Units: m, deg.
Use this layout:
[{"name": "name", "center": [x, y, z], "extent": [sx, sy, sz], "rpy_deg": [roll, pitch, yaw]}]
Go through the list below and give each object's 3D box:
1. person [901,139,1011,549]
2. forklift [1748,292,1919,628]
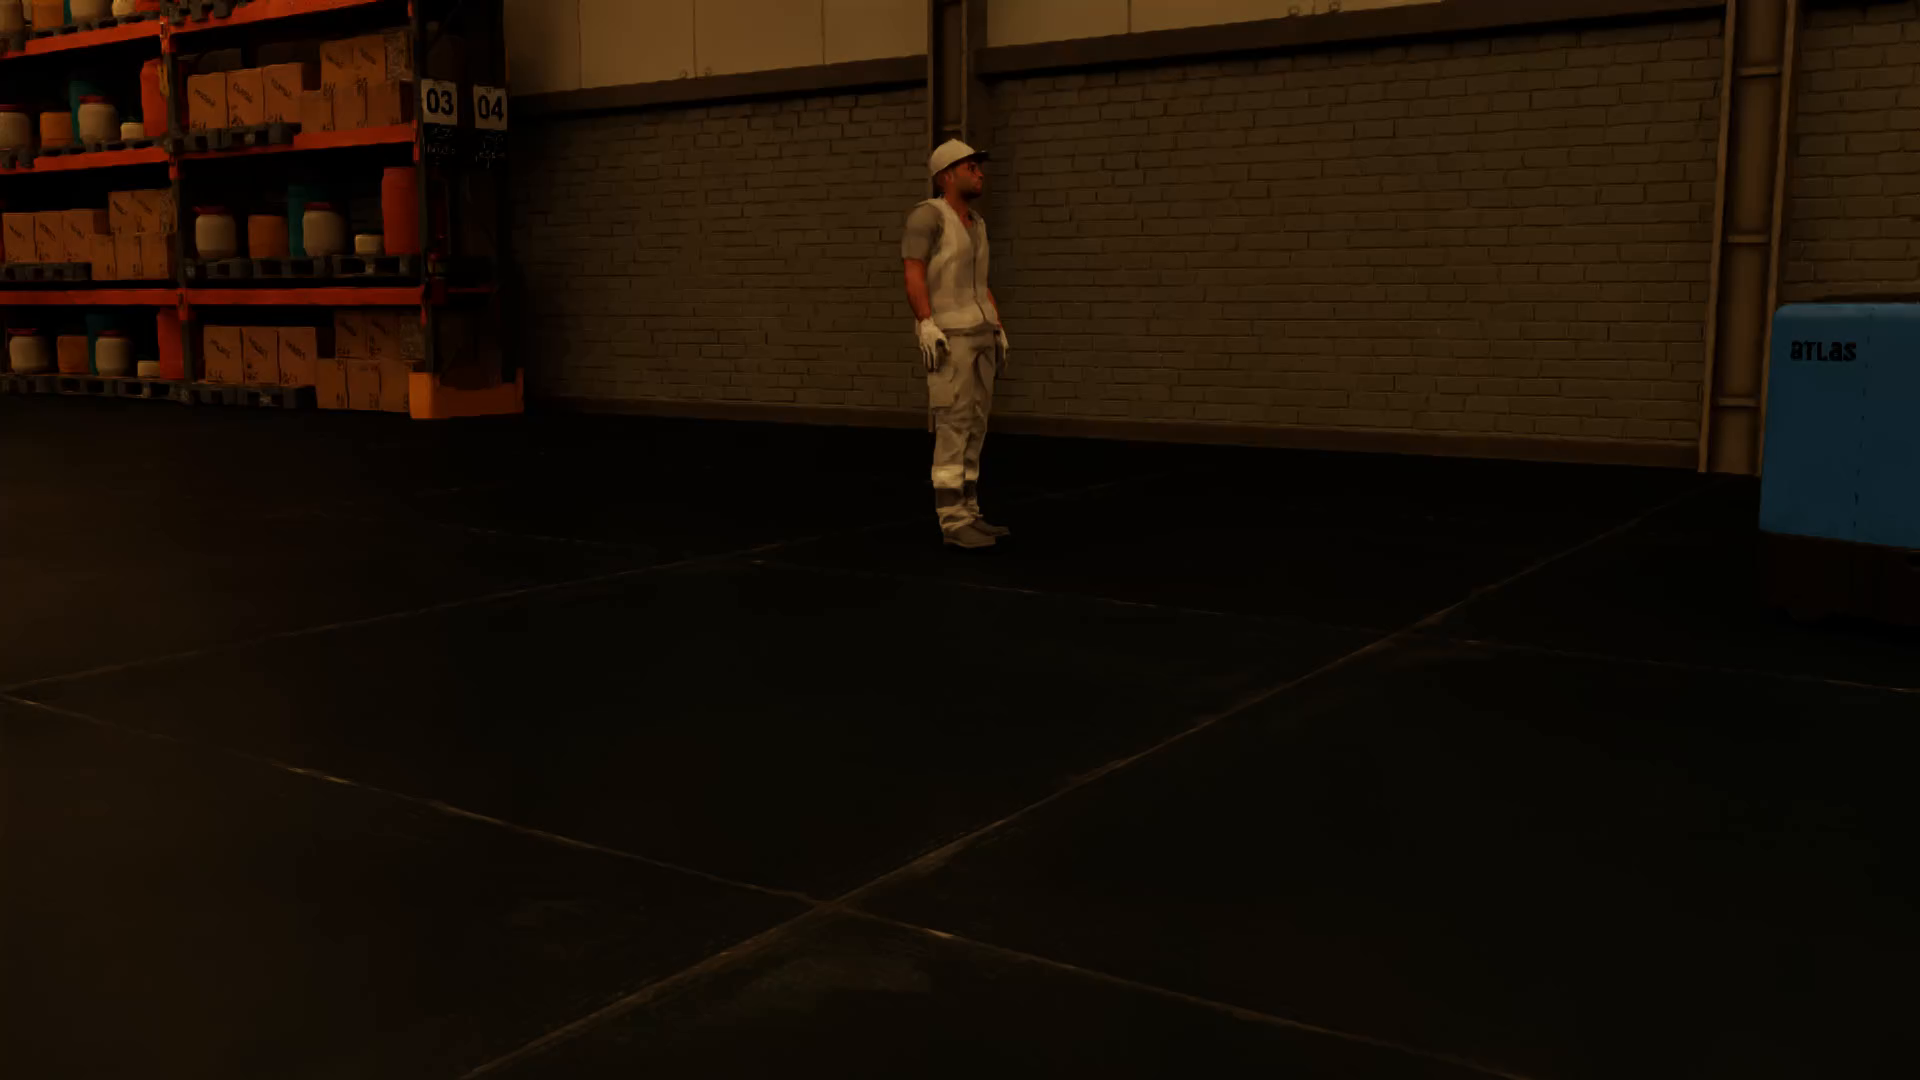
[{"name": "person", "center": [0.061, -0.885, 7.423], "extent": [0.563, 1.787, 0.637], "rpy_deg": [5, 10, 34]}, {"name": "forklift", "center": [3.964, -1.050, 4.576], "extent": [1.130, 2.935, 3.031], "rpy_deg": [-6, 10, -36]}]
